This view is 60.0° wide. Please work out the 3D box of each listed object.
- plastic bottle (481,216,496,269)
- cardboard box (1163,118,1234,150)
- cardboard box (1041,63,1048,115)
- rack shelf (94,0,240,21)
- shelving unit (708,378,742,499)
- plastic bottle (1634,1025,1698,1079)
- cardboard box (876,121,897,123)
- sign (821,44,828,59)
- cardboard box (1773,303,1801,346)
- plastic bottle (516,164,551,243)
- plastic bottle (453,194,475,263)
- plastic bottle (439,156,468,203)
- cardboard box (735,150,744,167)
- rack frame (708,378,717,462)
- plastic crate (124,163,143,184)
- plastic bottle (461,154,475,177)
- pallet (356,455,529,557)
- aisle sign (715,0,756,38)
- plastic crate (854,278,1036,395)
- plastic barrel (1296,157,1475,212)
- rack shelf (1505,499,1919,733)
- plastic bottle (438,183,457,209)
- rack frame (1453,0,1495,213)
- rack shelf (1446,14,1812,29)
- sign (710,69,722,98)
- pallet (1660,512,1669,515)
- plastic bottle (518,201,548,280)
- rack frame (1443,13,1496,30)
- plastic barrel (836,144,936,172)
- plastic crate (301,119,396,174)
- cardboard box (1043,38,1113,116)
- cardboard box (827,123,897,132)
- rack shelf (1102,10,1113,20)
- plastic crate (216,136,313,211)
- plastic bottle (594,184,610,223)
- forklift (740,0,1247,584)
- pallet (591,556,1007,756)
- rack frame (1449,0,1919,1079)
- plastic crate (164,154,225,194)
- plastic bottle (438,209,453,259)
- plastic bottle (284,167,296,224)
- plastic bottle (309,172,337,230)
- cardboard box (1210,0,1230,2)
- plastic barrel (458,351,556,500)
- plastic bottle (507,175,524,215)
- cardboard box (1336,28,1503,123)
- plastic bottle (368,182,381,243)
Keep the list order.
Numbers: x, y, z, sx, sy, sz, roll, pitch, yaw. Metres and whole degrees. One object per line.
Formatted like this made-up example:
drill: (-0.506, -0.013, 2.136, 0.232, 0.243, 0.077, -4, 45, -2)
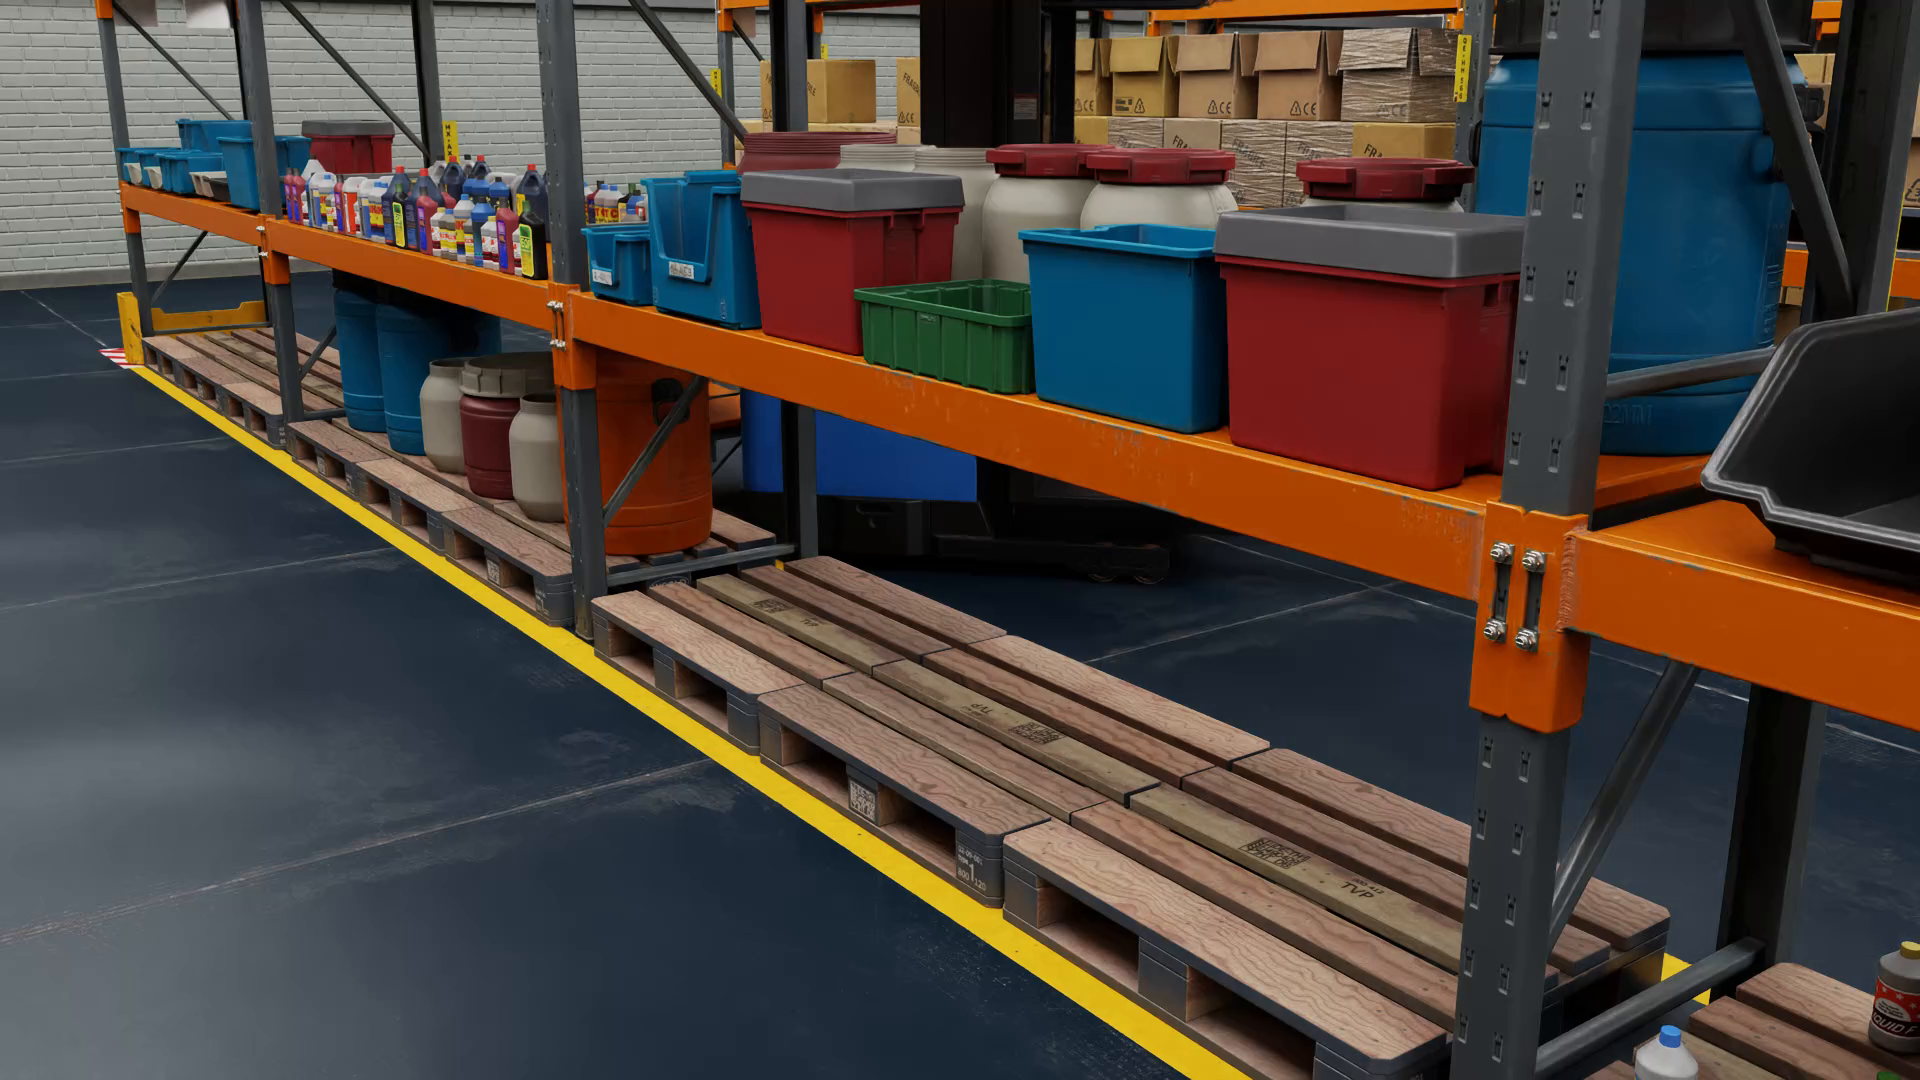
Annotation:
plastic bottle: (-1.837, -1.174, 6.559, 0.097, 0.201, 0.097, 0, 15, 0)
cardboard box: (1.613, -2.363, 10.336, 0.500, 0.500, 0.500, -10, 18, -33)
cardboard box: (0.572, -3.350, 12.433, 0.500, 0.500, 0.500, -11, 19, -35)
rack shelf: (-4.536, -3.533, 10.483, 1.077, 0.370, 4.000, -11, 19, -35)
shelving unit: (-1.316, -0.811, 8.361, 0.538, 1.125, 1.048, -11, 19, -28)
plastic bottle: (1.177, 0.942, 2.787, 0.097, 0.271, 0.097, 0, 15, 0)
cardboard box: (-0.608, -3.421, 14.114, 0.500, 0.250, 0.500, -12, 19, -36)
sign: (-1.258, -4.383, 15.266, 0.100, 0.325, 0.005, -11, 19, -35)
cardboard box: (3.737, -1.039, 8.171, 0.500, 0.250, 0.500, -8, 17, -28)
plastic bottle: (-1.951, -1.549, 7.648, 0.144, 0.351, 0.185, -11, 19, -35)
plastic bottle: (-2.009, -1.270, 6.778, 0.097, 0.271, 0.097, 0, 15, 0)
plastic bottle: (-2.563, -1.775, 8.473, 0.144, 0.351, 0.185, -11, 19, -35)
cardboard box: (-1.764, -3.381, 14.723, 0.380, 0.149, 0.250, -11, 19, -34)
rack frame: (-1.569, -0.928, 8.787, 0.500, 1.125, 0.032, -11, 19, -28)
plastic crate: (-5.711, -2.577, 11.695, 0.250, 0.136, 0.298, -11, 19, -35)
plastic bottle: (-2.555, -1.837, 8.699, 0.144, 0.351, 0.185, -11, 19, -35)
pallet: (-2.218, -0.229, 8.014, 1.003, 0.211, 1.213, -11, 19, -35)
aisle sign: (-1.990, -4.852, 14.696, 0.394, 0.787, 0.004, -11, 19, -35)
plastic crate: (0.092, -0.524, 4.209, 0.450, 0.188, 0.662, -11, 19, -35)
plastic barrel: (0.959, -0.602, 3.835, 0.433, 0.535, 0.433, 0, 15, 0)
rack shelf: (2.520, 0.476, 1.517, 1.077, 0.370, 4.000, -11, 19, -35)
plastic bottle: (-2.255, -1.422, 7.310, 0.061, 0.283, 0.133, -11, 19, -35)
rack frame: (2.998, -1.921, 8.912, 1.000, 3.000, 0.127, -11, 19, -35)
rack shelf: (7.487, -5.840, 18.912, 1.077, 0.370, 4.000, -11, 19, -35)
sign: (-2.158, -4.000, 14.719, 0.100, 0.325, 0.005, -11, 19, -35)
pallet: (3.457, -0.409, 8.670, 1.003, 0.211, 1.213, -11, 19, -35)
plastic bottle: (-1.591, -1.116, 6.192, 0.061, 0.283, 0.133, -11, 19, -35)
rack frame: (6.311, -5.167, 20.774, 1.000, 3.000, 0.127, -11, 19, -35)
plastic barrel: (-0.230, -1.019, 5.407, 0.421, 0.512, 0.421, 0, 15, 0)
plastic crate: (-3.682, -2.296, 10.046, 0.402, 0.464, 0.583, -11, 19, -35)
cardboard box: (1.029, -3.172, 11.394, 0.797, 0.503, 0.637, -11, 19, -36)
cardboard box: (-0.727, -3.227, 13.407, 0.500, 0.250, 0.500, -11, 19, -36)
rack shelf: (1.823, -3.448, 10.171, 1.077, 0.370, 4.000, -11, 19, -35)
plastic crate: (-3.910, -2.074, 9.389, 0.392, 0.384, 0.575, -11, 19, -35)
plastic bottle: (-1.590, -1.459, 7.468, 0.097, 0.271, 0.097, 0, 15, 0)
forklift: (0.611, -1.382, 7.073, 3.031, 2.935, 1.130, 3, 16, 11)
pallet: (-0.584, 0.364, 5.845, 1.003, 0.211, 1.213, -11, 19, -35)
rack frame: (1.344, -0.298, 2.982, 1.000, 3.000, 0.127, -11, 19, -35)
plastic crate: (-4.882, -2.359, 10.718, 0.416, 0.233, 0.300, -11, 19, -35)
plastic bottle: (-2.123, -1.278, 6.939, 0.097, 0.201, 0.097, 0, 15, 0)
plastic bottle: (-3.489, -1.805, 8.711, 0.061, 0.283, 0.133, -11, 19, -35)
plastic bottle: (-3.181, -1.710, 8.378, 0.152, 0.276, 0.135, -11, 19, -35)
cardboard box: (2.729, -5.503, 16.603, 0.500, 0.250, 0.500, -10, 18, -33)
plastic barrel: (-1.973, -0.534, 7.619, 0.600, 0.588, 0.708, -11, 19, -35)
plastic bottle: (-2.140, -1.648, 8.152, 0.152, 0.276, 0.135, -11, 19, -35)
cardboard box: (2.582, -2.612, 9.346, 0.797, 0.503, 0.637, -10, 18, -33)
plastic bottle: (-2.669, -1.510, 7.654, 0.097, 0.271, 0.097, 0, 15, 0)
